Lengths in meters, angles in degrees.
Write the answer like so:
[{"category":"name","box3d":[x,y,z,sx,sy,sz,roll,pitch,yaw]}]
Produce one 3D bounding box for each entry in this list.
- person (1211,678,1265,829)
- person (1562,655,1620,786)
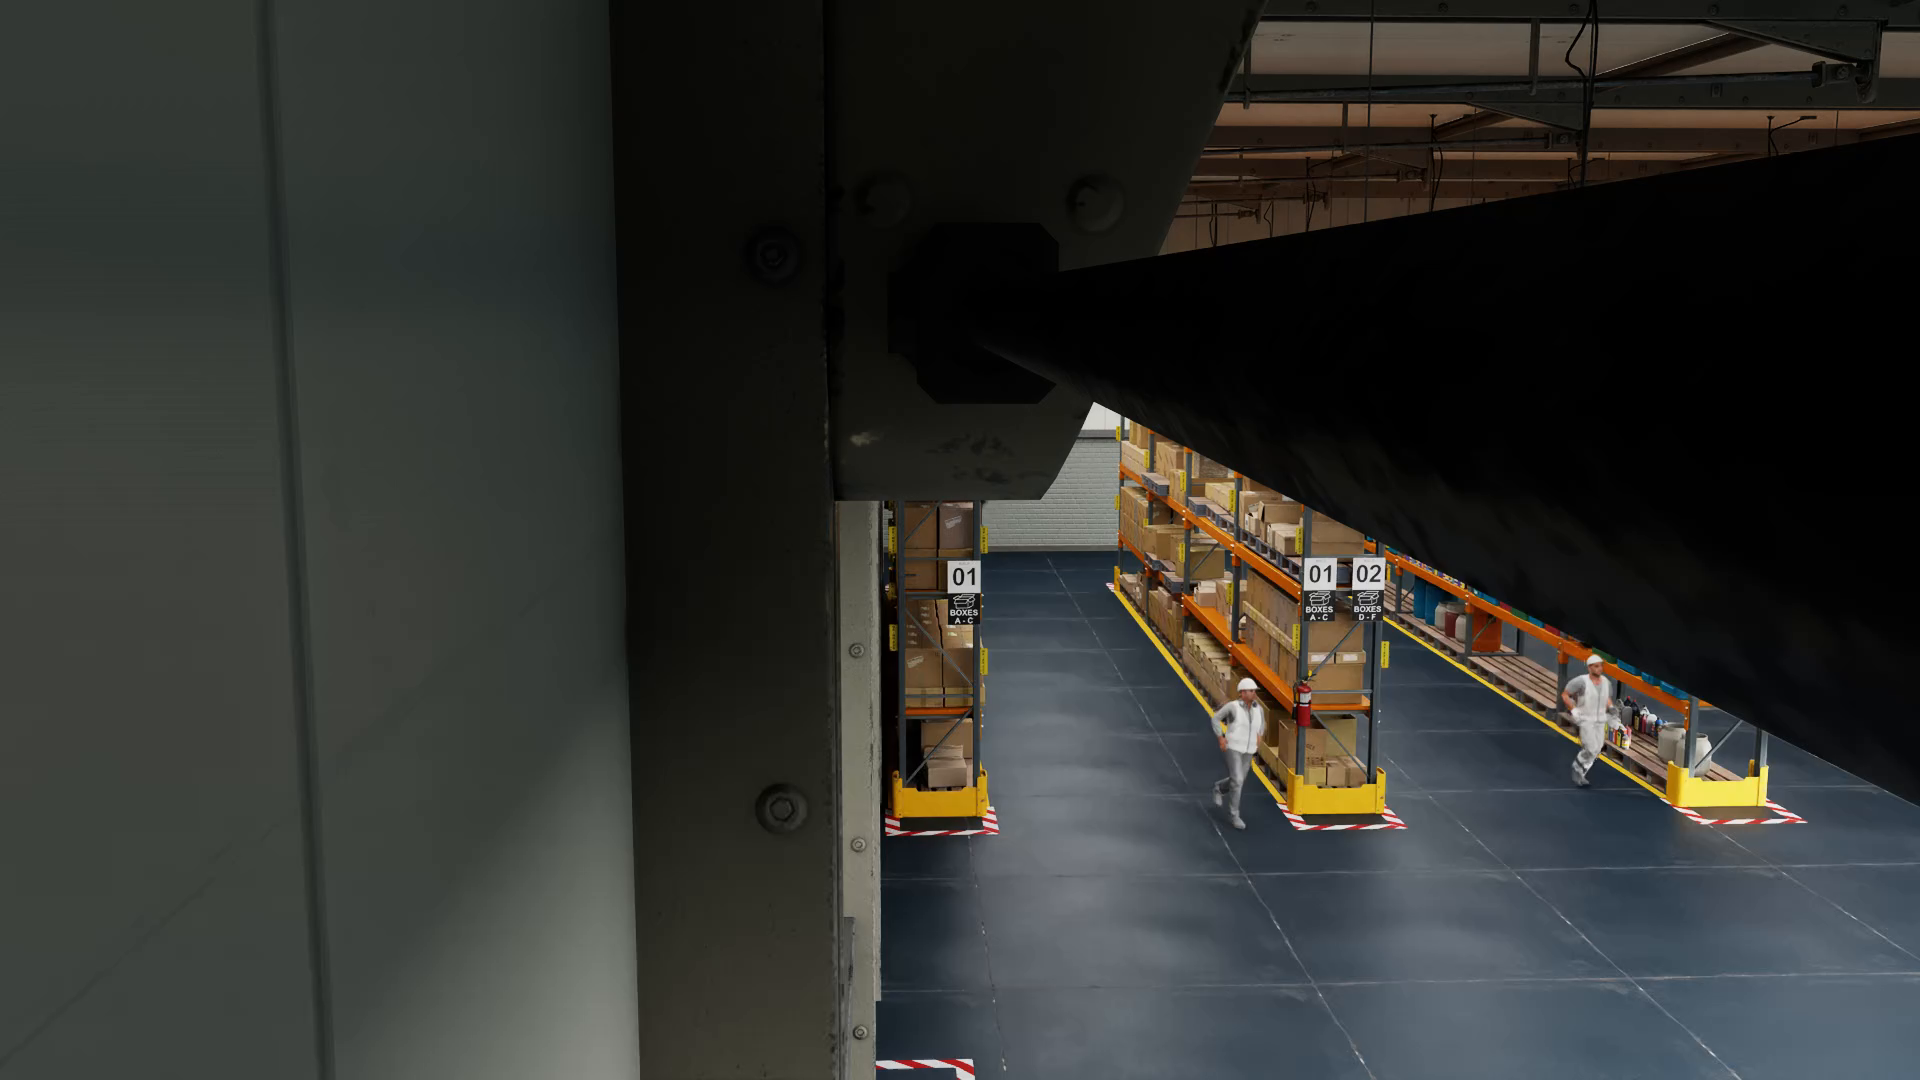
[{"category":"person","box3d":[3.423,2.548,20.327,0.693,1.749,0.874,-4,9,-24]},{"category":"person","box3d":[8.213,2.357,21.571,0.633,1.740,0.619,-2,8,-14]}]
